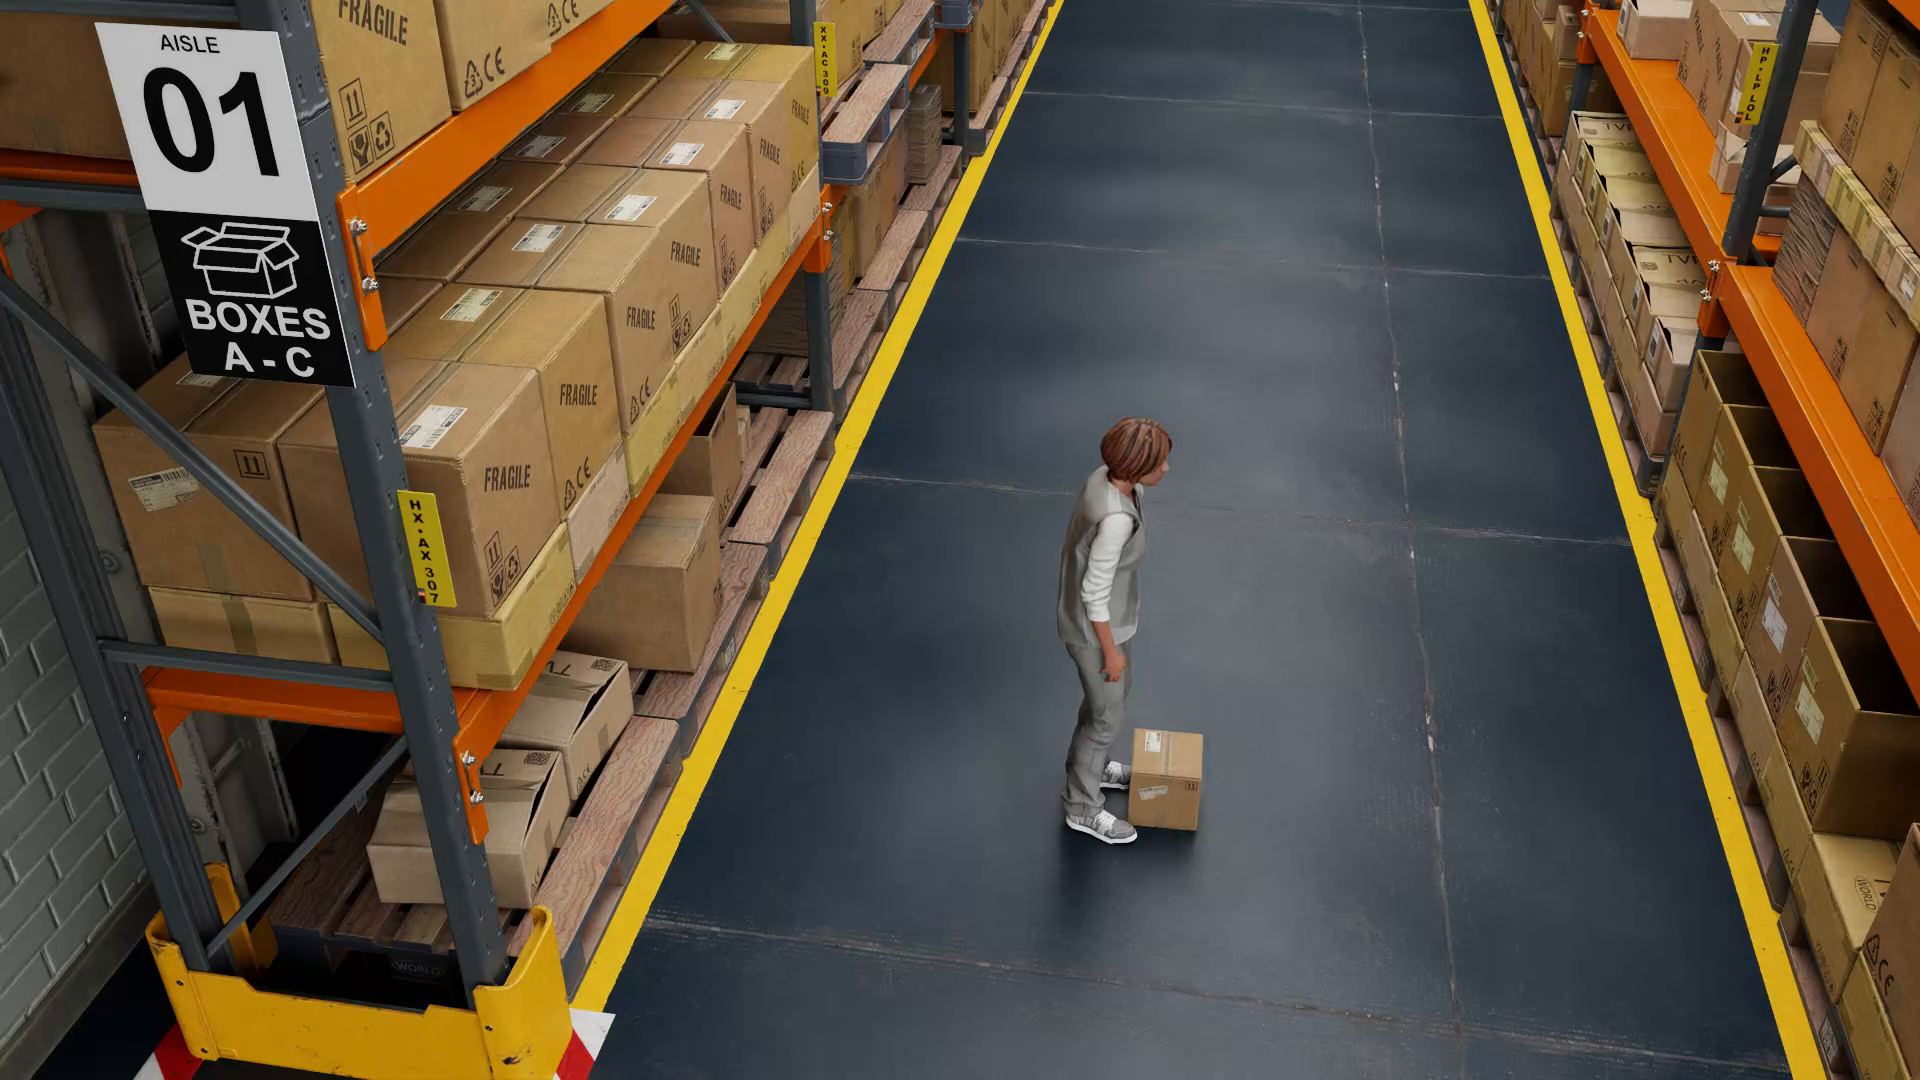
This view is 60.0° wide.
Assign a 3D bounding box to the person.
[{"bbox_3d":[0.504,0.290,5.700,0.344,1.593,0.463,5,33,8],"label":"person"}]
